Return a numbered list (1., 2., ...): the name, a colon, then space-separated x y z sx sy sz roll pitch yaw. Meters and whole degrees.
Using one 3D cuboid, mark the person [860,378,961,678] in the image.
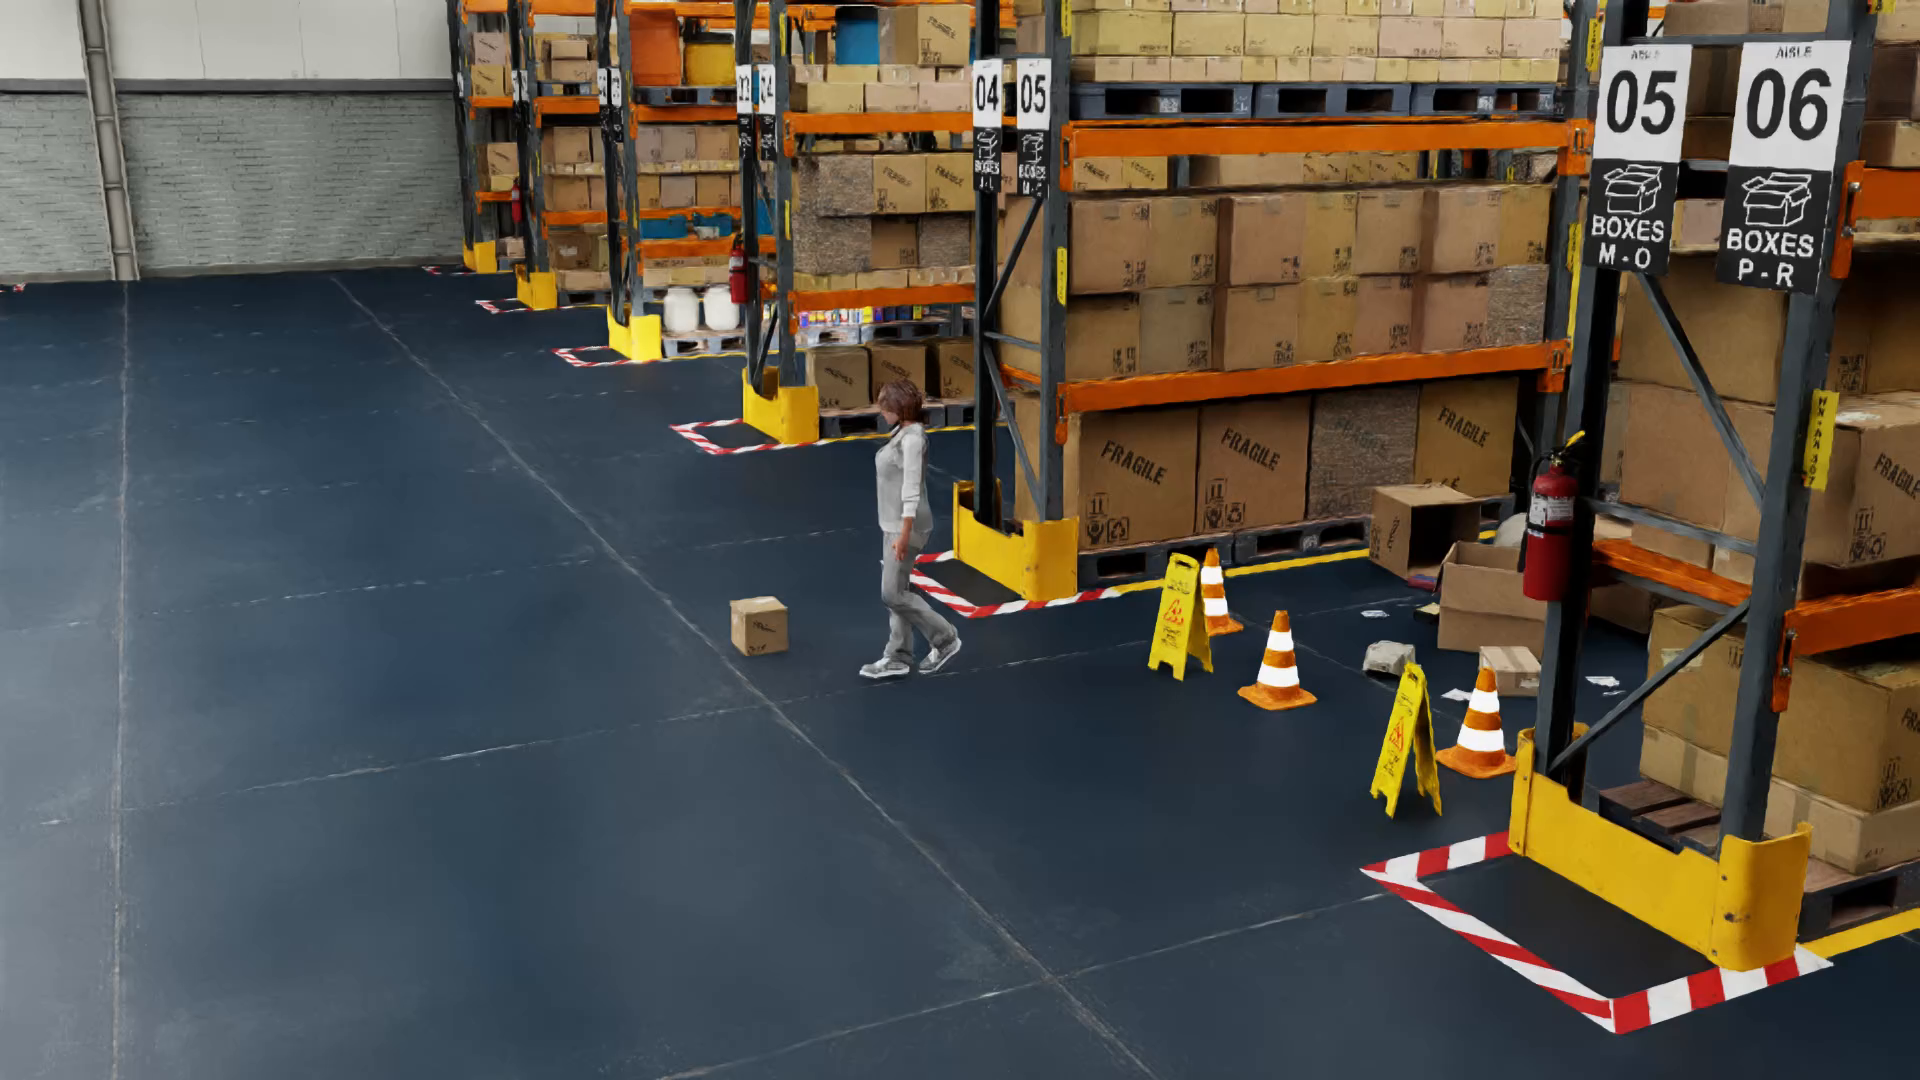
1. person: -0.272 -0.050 8.701 0.538 1.586 0.435 -3 16 -10
